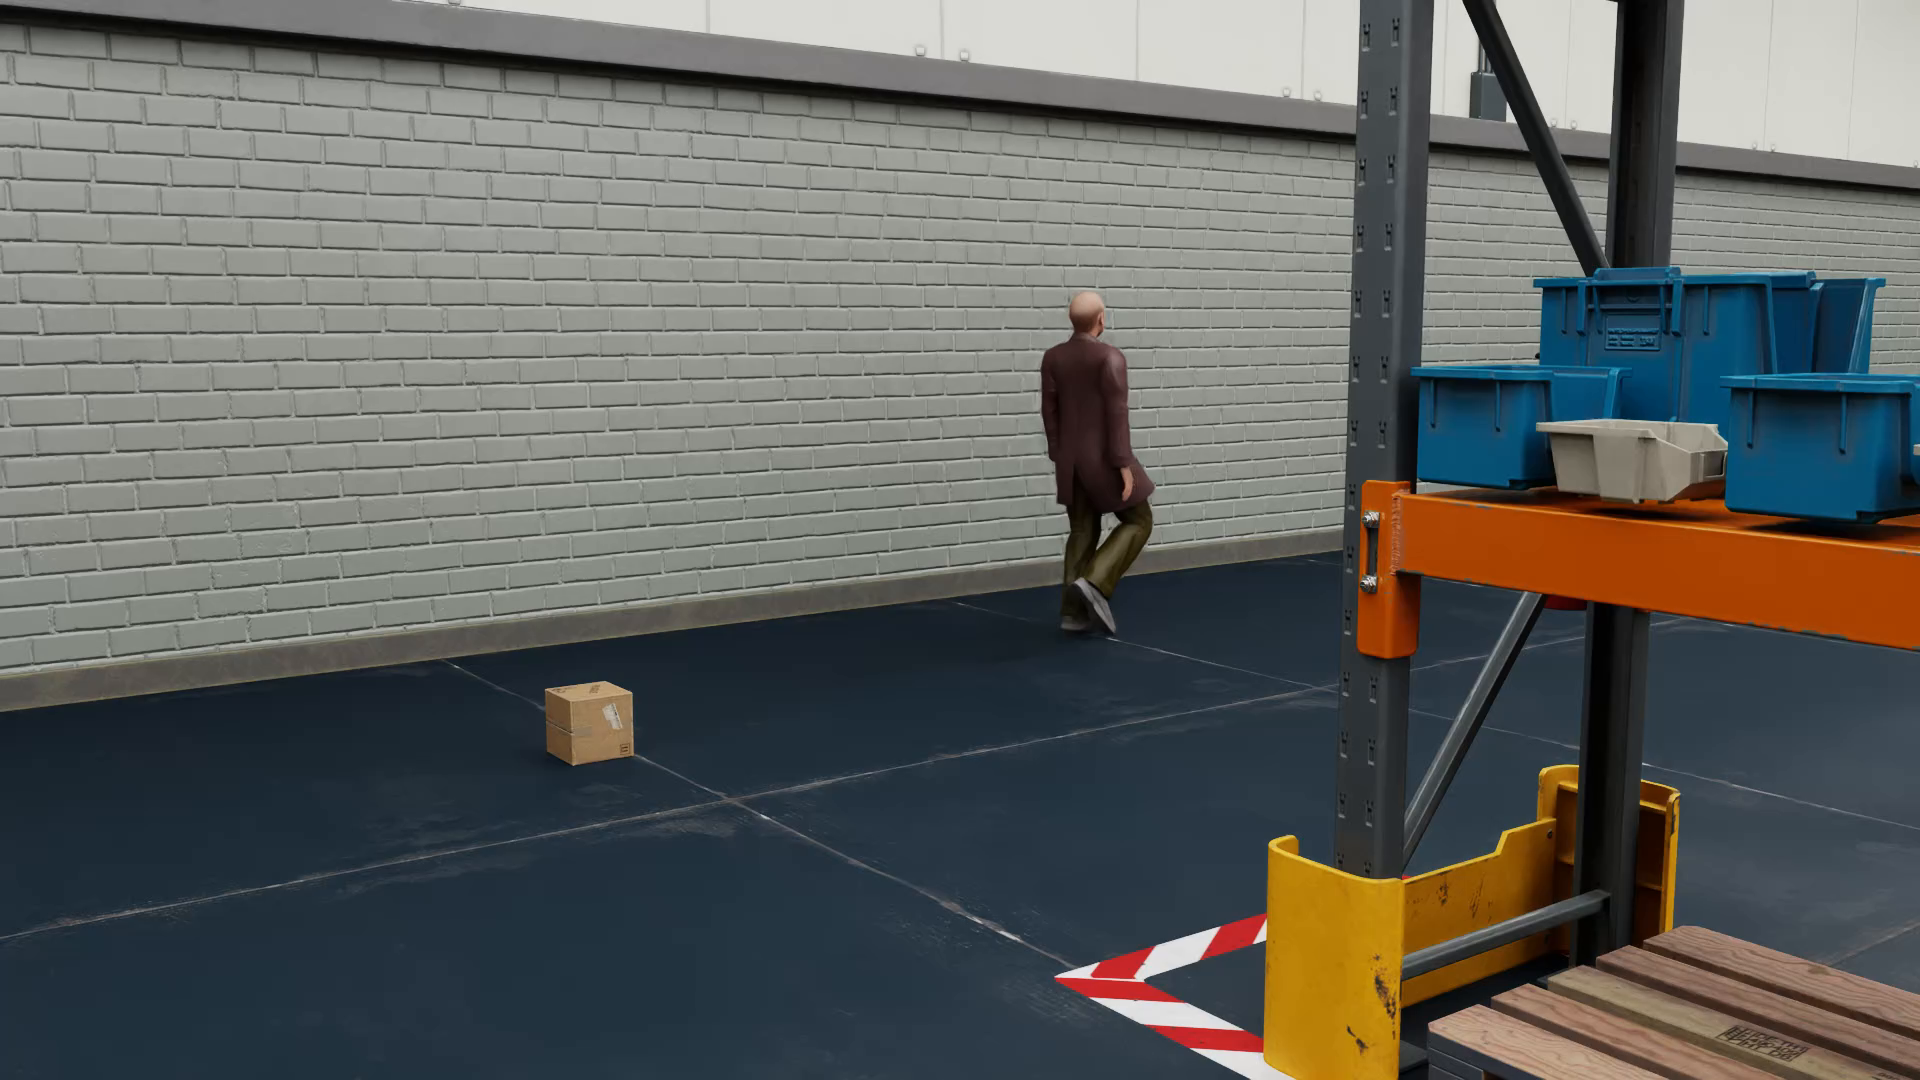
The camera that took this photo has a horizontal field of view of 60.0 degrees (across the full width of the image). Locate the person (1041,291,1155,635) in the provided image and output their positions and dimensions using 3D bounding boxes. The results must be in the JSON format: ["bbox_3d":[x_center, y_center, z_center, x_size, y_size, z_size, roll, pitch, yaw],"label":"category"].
[{"bbox_3d":[0.716,-0.304,8.695,0.606,1.583,0.509,7,11,43],"label":"person"}]
